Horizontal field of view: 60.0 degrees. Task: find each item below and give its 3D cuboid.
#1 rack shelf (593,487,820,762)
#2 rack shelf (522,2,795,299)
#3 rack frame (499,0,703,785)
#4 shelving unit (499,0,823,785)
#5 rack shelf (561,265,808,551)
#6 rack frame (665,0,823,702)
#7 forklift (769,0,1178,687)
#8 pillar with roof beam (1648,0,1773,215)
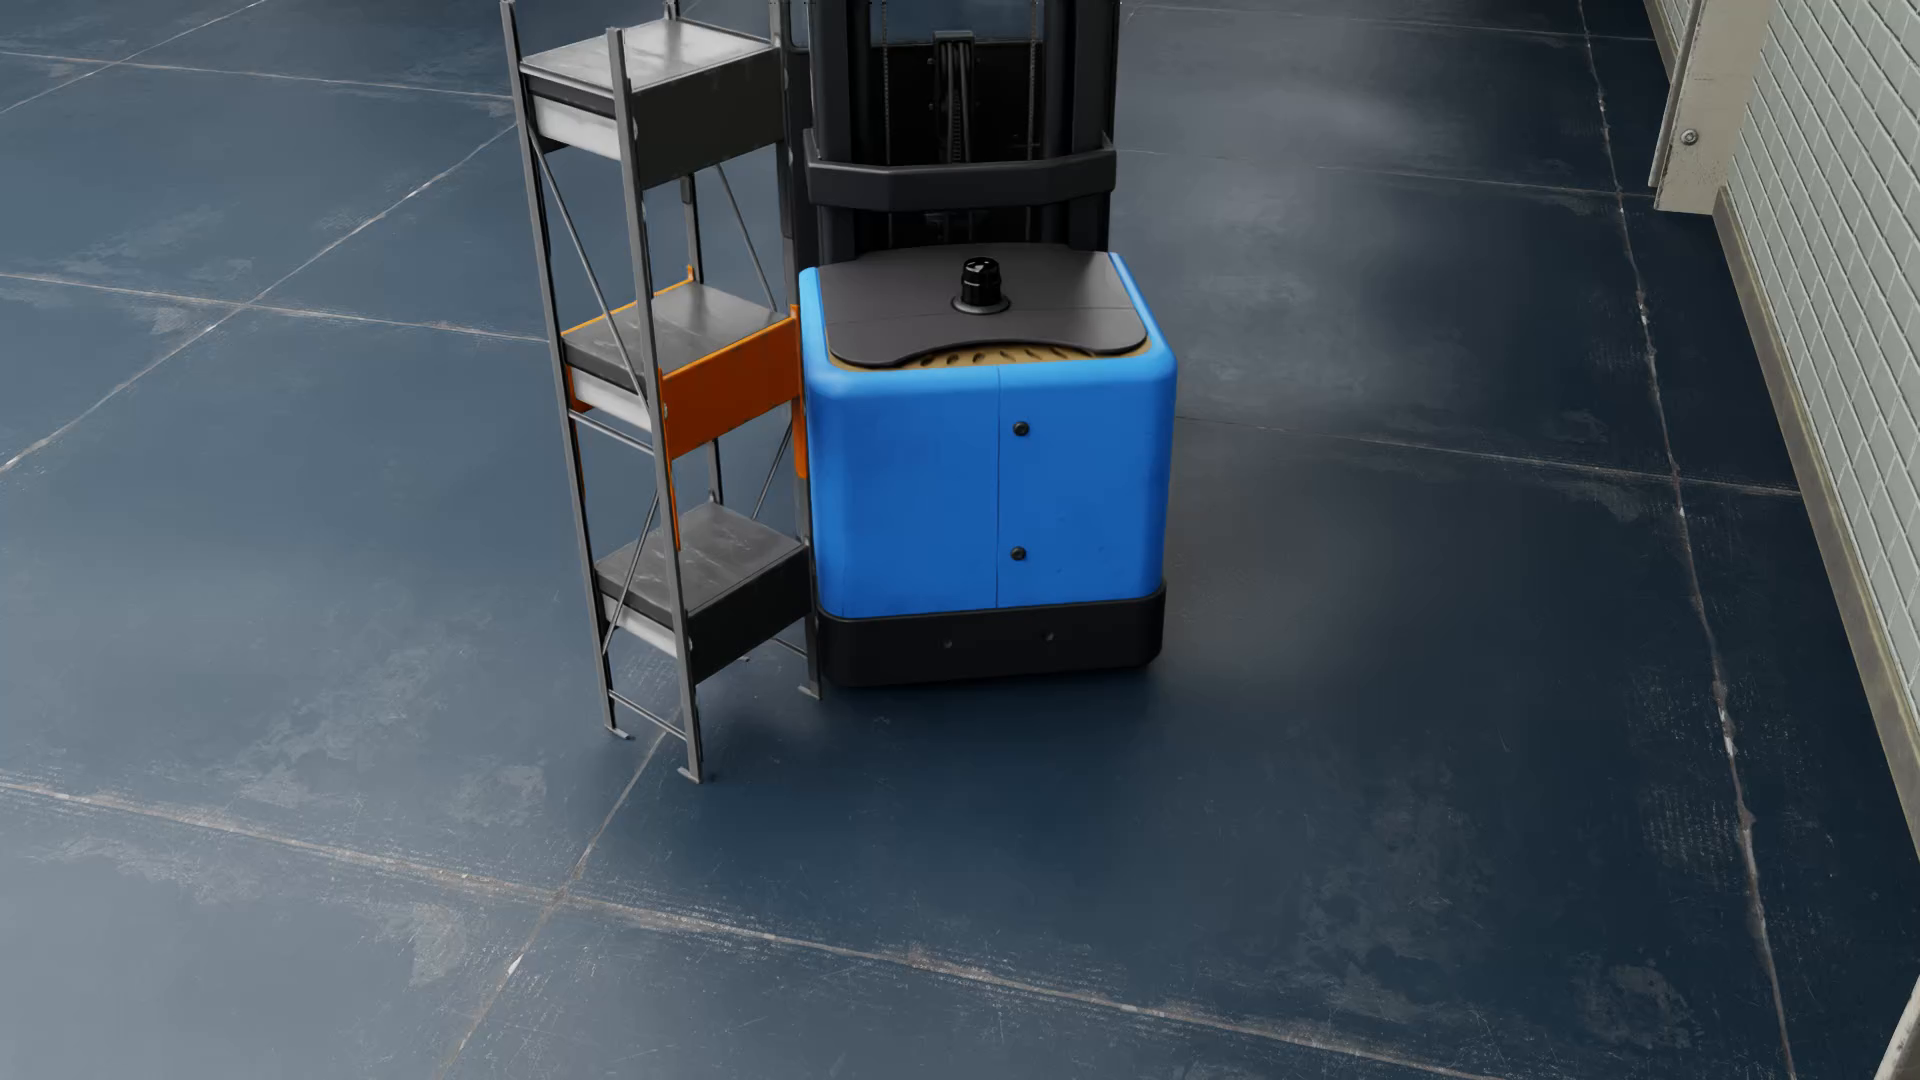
[{"bbox_3d":[-0.727,0.232,4.757,0.431,0.518,0.480,24,39,32],"label":"rack shelf"},{"bbox_3d":[-0.727,-0.949,4.006,0.431,0.518,0.480,24,39,32],"label":"rack shelf"},{"bbox_3d":[-0.881,-0.269,4.215,0.400,2.100,0.015,24,39,32],"label":"rack frame"},{"bbox_3d":[-0.727,-0.370,4.375,0.431,2.100,0.503,24,39,32],"label":"shelving unit"},{"bbox_3d":[-0.727,-0.358,4.382,0.431,0.518,0.480,24,39,32],"label":"rack shelf"},{"bbox_3d":[-0.572,-0.471,4.534,0.400,2.100,0.015,24,39,32],"label":"rack frame"},{"bbox_3d":[-0.079,-1.574,5.494,1.130,2.935,3.031,-4,33,-6],"label":"forklift"},{"bbox_3d":[-0.471,-6.127,7.000,9.100,9.000,0.400,8,33,12],"label":"pillar with roof beam"}]
